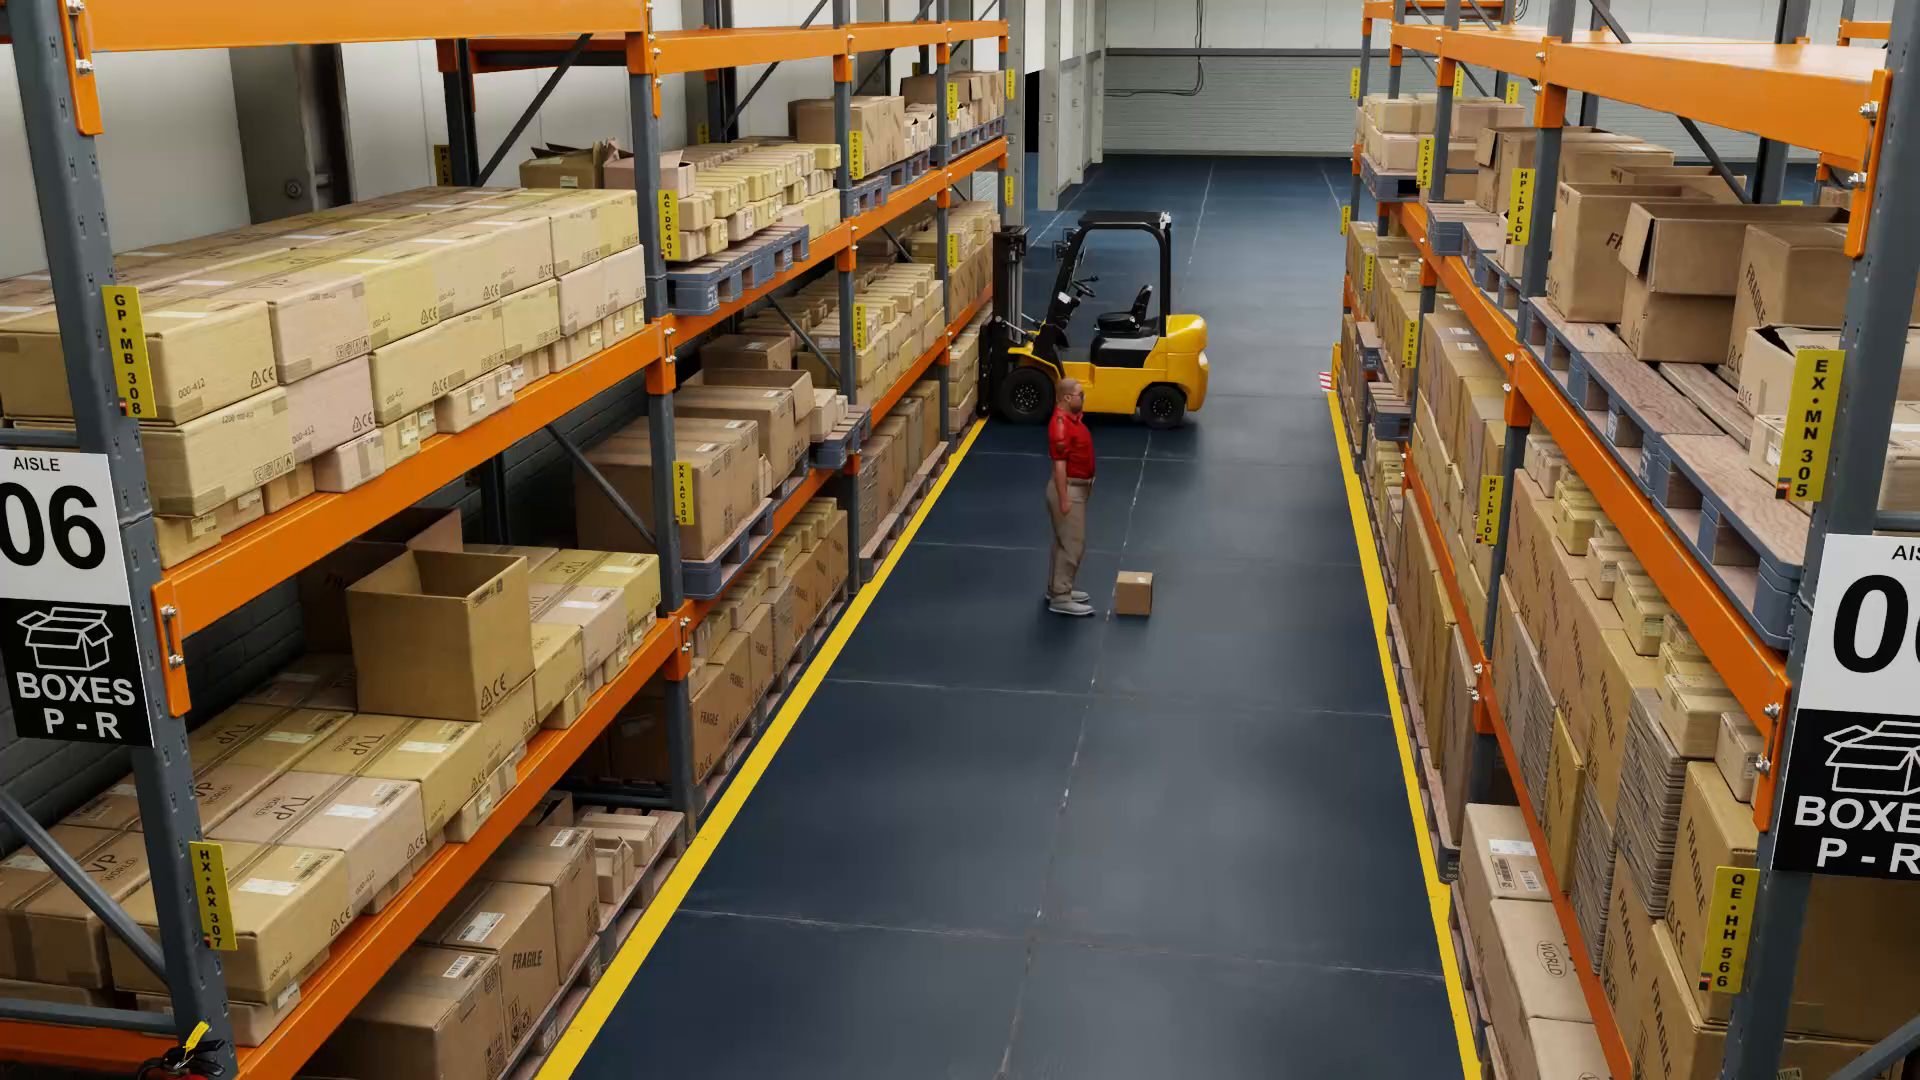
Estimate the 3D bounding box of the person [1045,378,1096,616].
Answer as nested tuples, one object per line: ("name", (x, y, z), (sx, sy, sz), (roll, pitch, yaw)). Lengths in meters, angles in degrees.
("person", (0.820, -0.332, 12.130), (0.384, 1.726, 0.530), (3, 18, 10))
